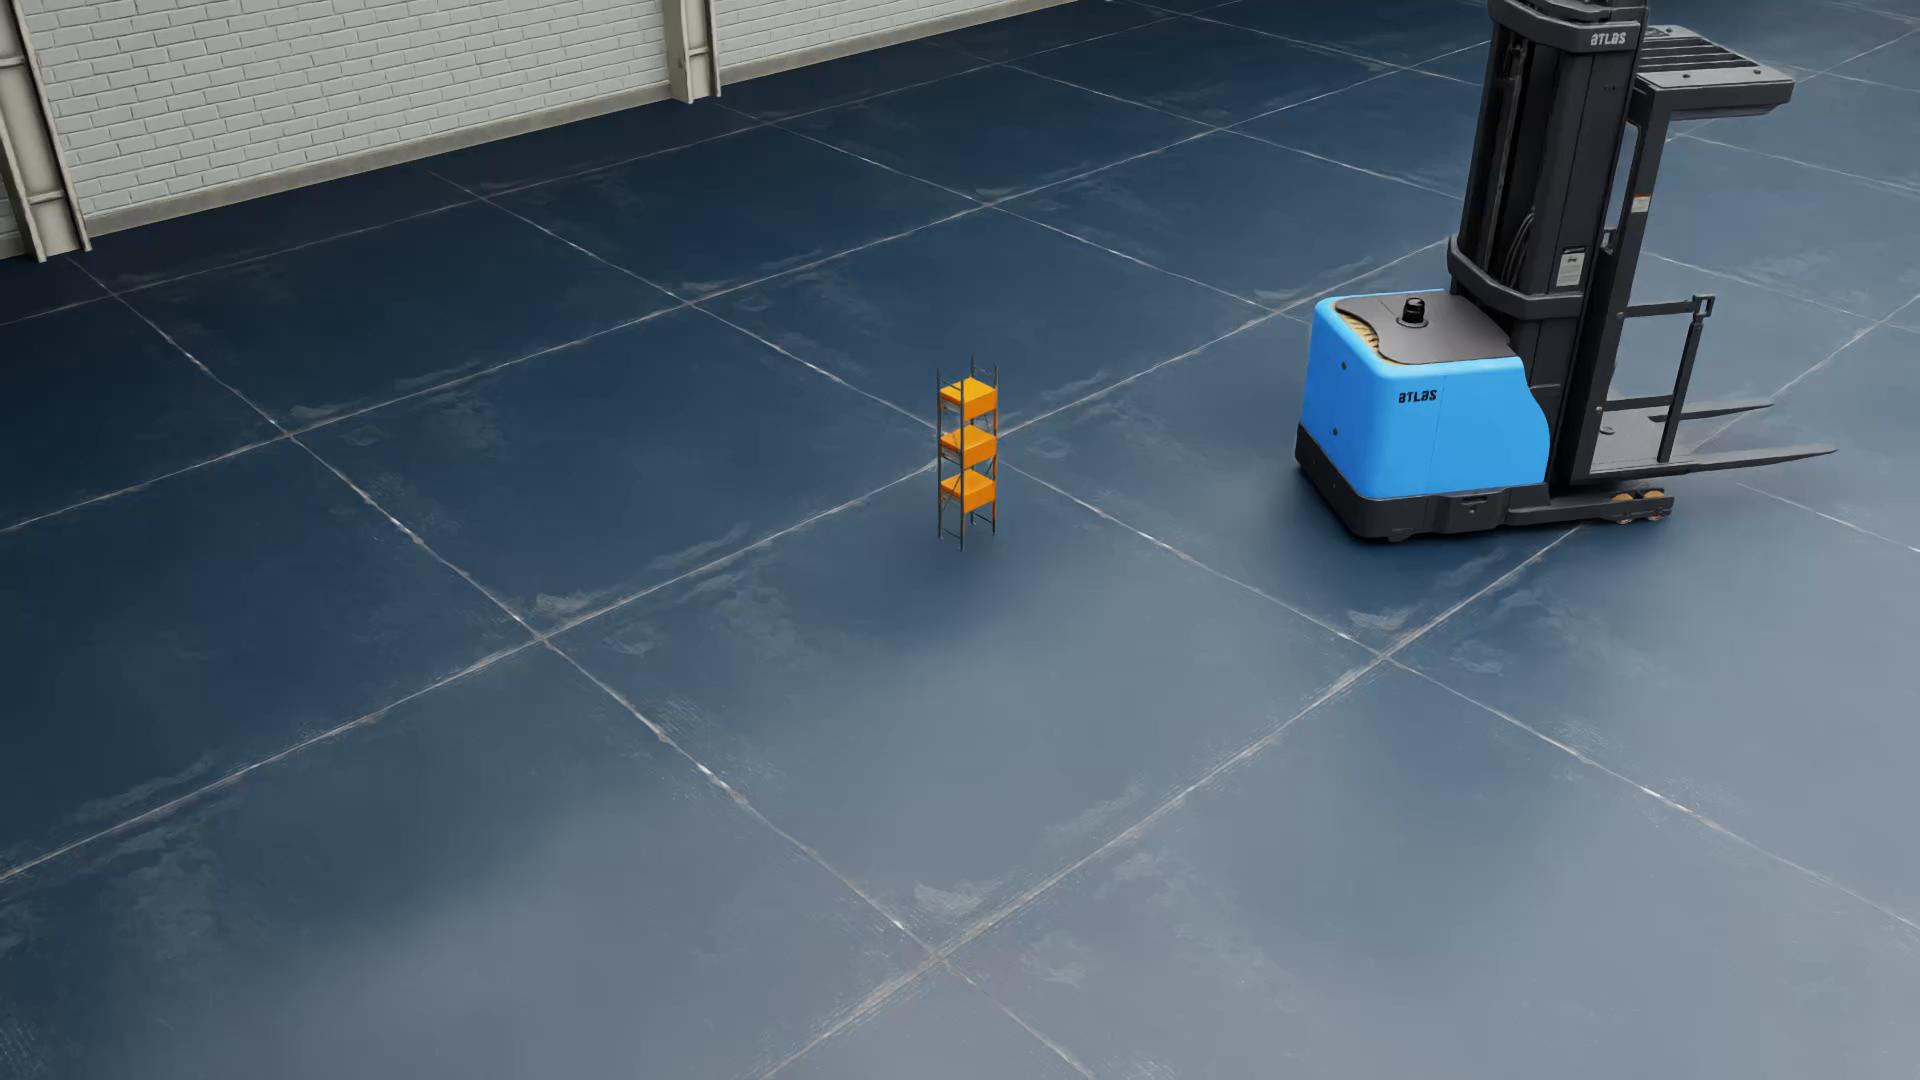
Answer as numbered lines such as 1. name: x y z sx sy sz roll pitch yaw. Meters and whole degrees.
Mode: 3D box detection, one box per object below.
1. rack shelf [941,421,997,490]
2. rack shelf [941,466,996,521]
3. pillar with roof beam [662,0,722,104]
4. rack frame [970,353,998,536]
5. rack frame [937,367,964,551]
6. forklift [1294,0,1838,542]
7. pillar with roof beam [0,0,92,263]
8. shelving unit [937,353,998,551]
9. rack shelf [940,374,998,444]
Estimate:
1. rack shelf: 0.039 -0.458 9.013 0.240 0.259 0.215 -26 40 -35
2. rack shelf: 0.039 -0.221 9.158 0.240 0.259 0.215 -26 40 -35
3. pillar with roof beam: 0.325 -6.568 11.366 0.400 9.000 9.100 -26 40 -35
4. rack frame: 0.129 -0.510 9.078 0.008 1.050 0.200 -26 40 -35
5. rack frame: -0.050 -0.424 8.936 0.008 1.050 0.200 -26 40 -35
6. forklift: 3.565 -1.608 9.070 3.031 2.935 1.130 -6 32 -9
7. pillar with roof beam: -4.075 -4.440 7.885 0.400 9.000 9.100 -26 40 -35
8. shelving unit: 0.039 -0.467 9.007 0.252 1.050 0.215 -26 40 -35
9. rack shelf: 0.039 -0.700 8.865 0.240 0.259 0.215 -26 40 -35
